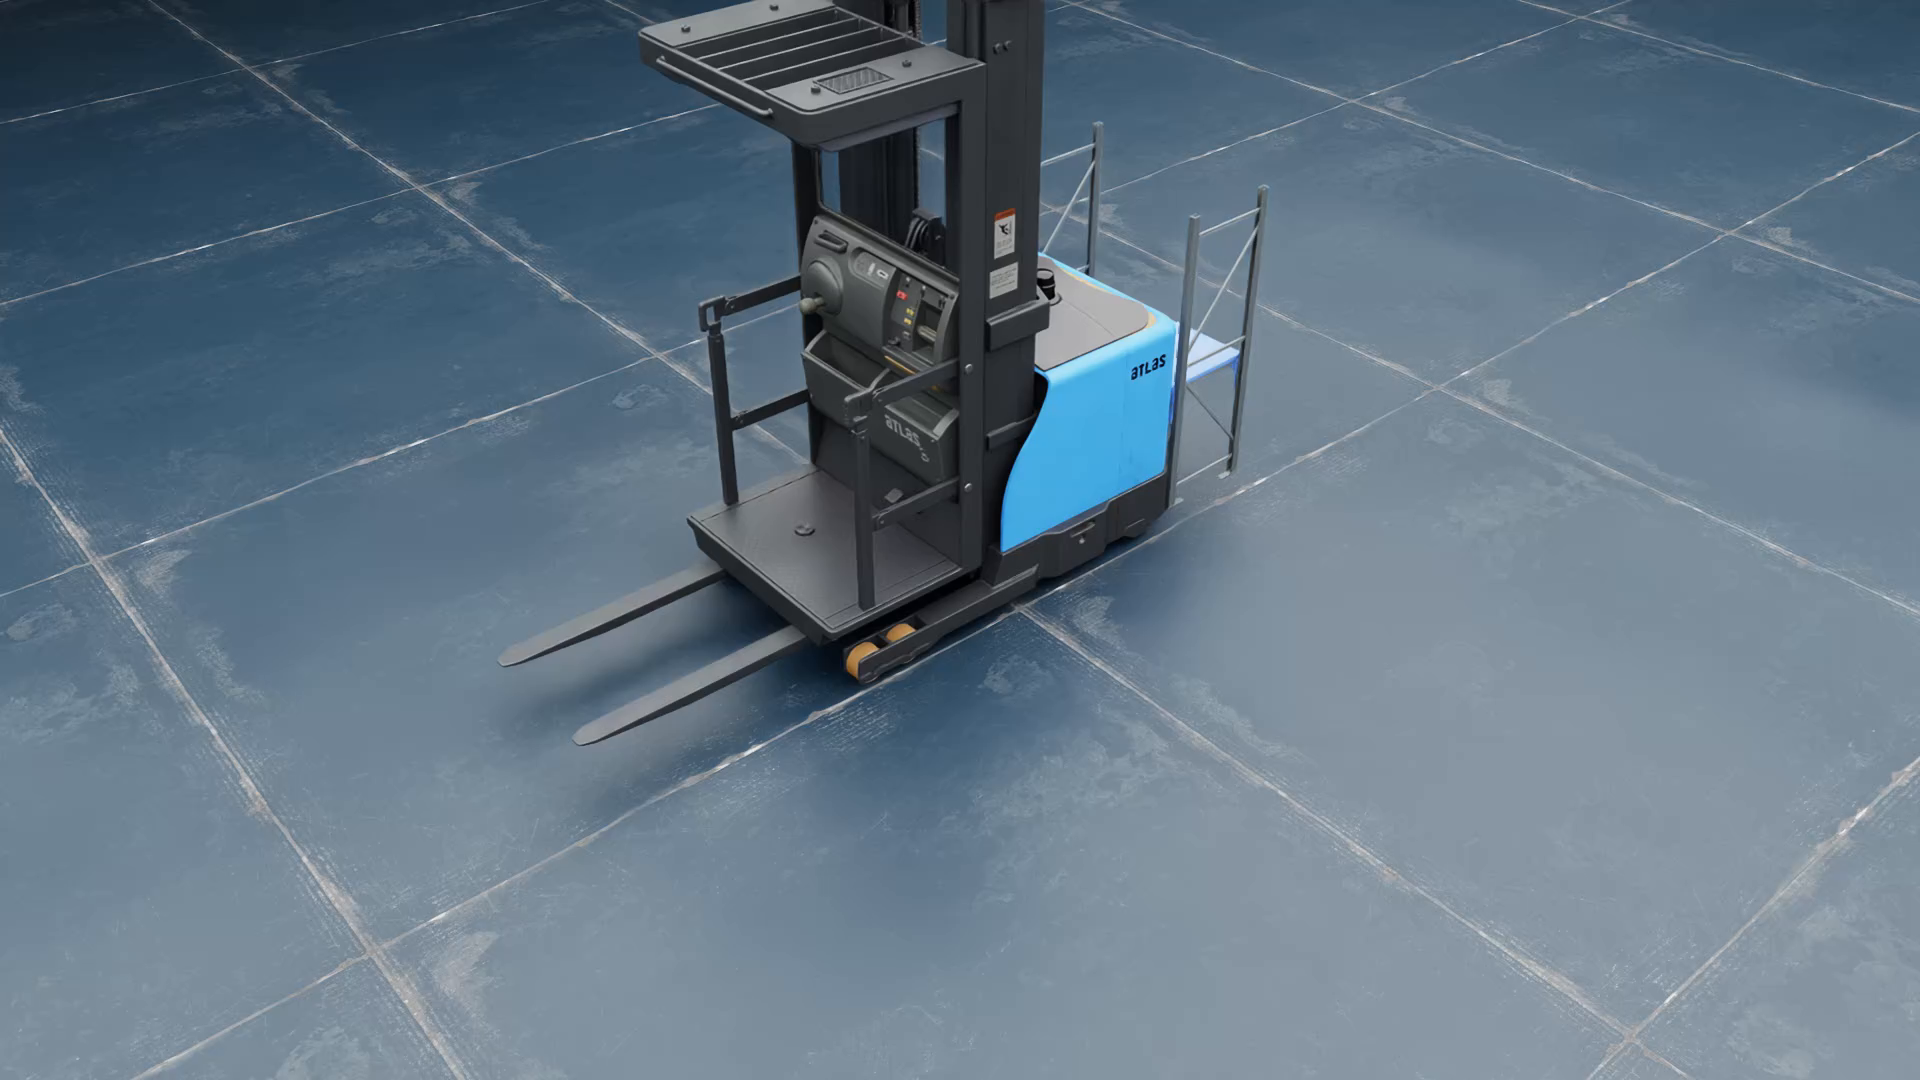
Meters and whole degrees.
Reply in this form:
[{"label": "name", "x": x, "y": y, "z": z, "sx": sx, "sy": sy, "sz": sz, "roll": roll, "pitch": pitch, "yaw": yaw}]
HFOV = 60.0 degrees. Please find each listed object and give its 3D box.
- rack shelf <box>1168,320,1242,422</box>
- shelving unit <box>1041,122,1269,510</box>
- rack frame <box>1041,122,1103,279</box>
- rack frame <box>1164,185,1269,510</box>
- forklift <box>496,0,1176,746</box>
[{"label": "rack shelf", "x": 0.832, "y": -0.932, "z": 8.078, "sx": 0.538, "sy": 0.185, "sz": 1.000, "roll": -27, "pitch": 44, "yaw": -33}, {"label": "shelving unit", "x": 0.832, "y": -1.079, "z": 7.974, "sx": 0.538, "sy": 1.500, "sz": 1.048, "roll": -27, "pitch": 44, "yaw": -33}, {"label": "rack frame", "x": 0.492, "y": -1.297, "z": 8.282, "sx": 0.500, "sy": 1.500, "sz": 0.032, "roll": -27, "pitch": 44, "yaw": -33}, {"label": "rack frame", "x": 1.173, "y": -0.861, "z": 7.666, "sx": 0.500, "sy": 1.500, "sz": 0.032, "roll": -27, "pitch": 44, "yaw": -33}, {"label": "forklift", "x": -0.493, "y": -0.948, "z": 6.552, "sx": 3.031, "sy": 2.935, "sz": 1.130, "roll": -26, "pitch": 43, "yaw": -32}]
